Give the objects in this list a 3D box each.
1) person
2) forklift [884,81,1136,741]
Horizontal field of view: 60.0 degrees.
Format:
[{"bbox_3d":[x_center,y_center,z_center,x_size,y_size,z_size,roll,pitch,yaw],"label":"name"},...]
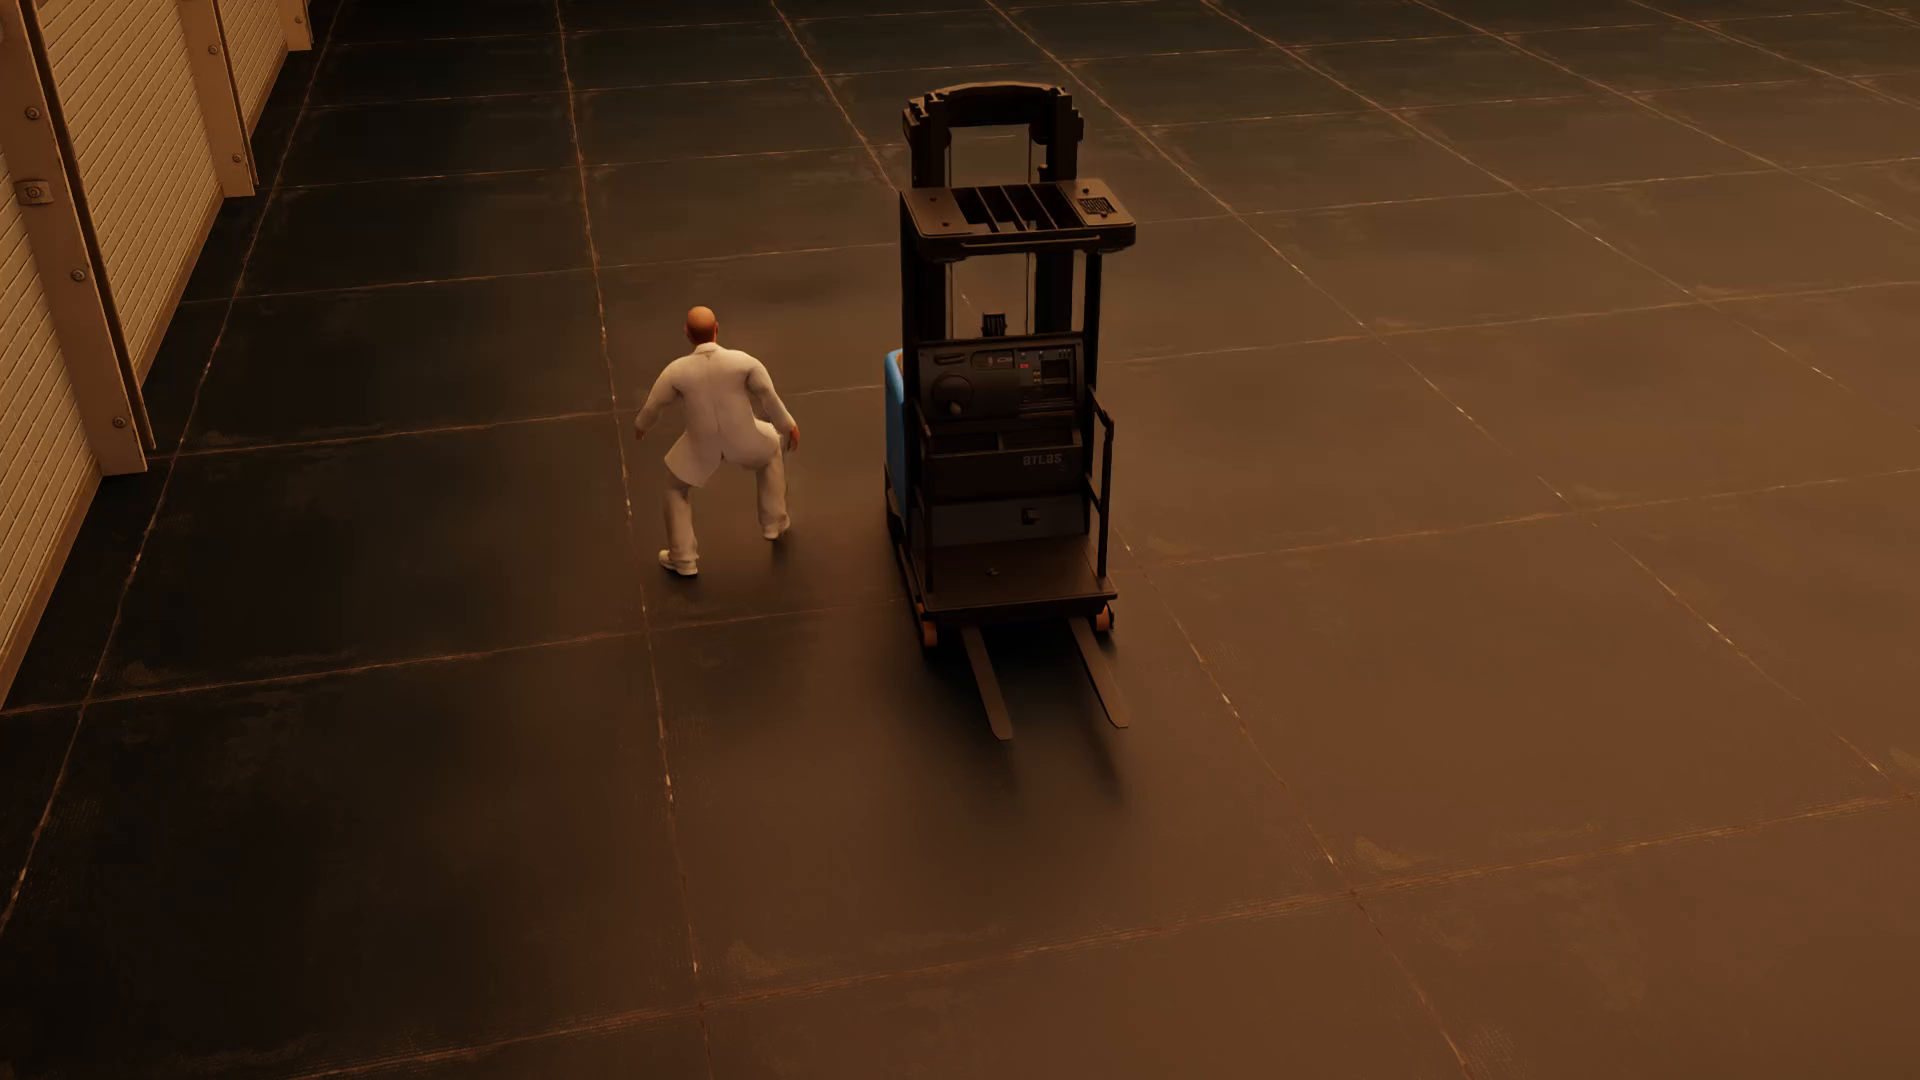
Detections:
[{"bbox_3d":[-1.464,-0.638,9.987,0.991,1.654,0.654,-3,30,-5],"label":"person"},{"bbox_3d":[0.269,-0.848,9.040,1.130,2.935,3.031,-5,30,-8],"label":"forklift"}]
